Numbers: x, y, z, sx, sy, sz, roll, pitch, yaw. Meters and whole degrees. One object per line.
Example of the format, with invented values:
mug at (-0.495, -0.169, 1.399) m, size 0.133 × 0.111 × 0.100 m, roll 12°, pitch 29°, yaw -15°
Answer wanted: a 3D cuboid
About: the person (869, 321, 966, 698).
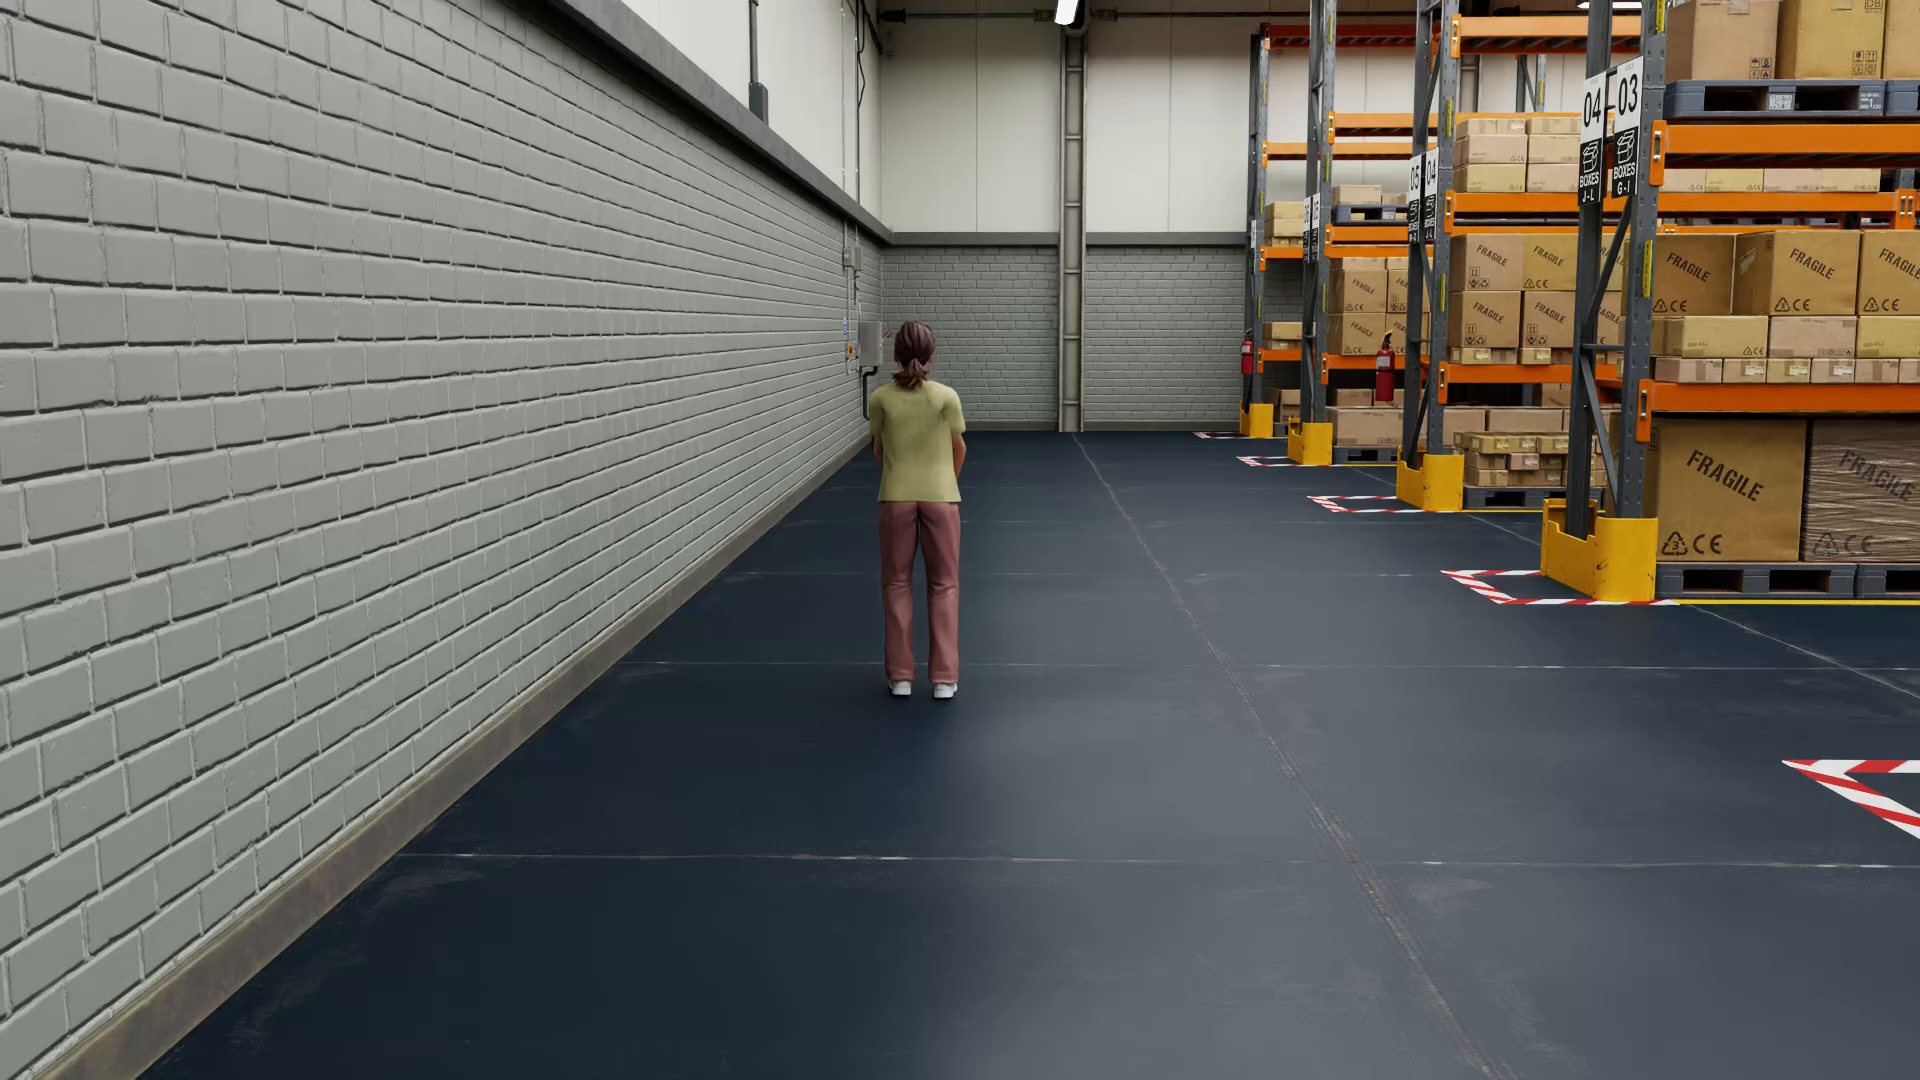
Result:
person at (-0.184, -0.138, 7.408) m, size 0.426 × 1.664 × 0.551 m, roll 0°, pitch 7°, yaw 2°
